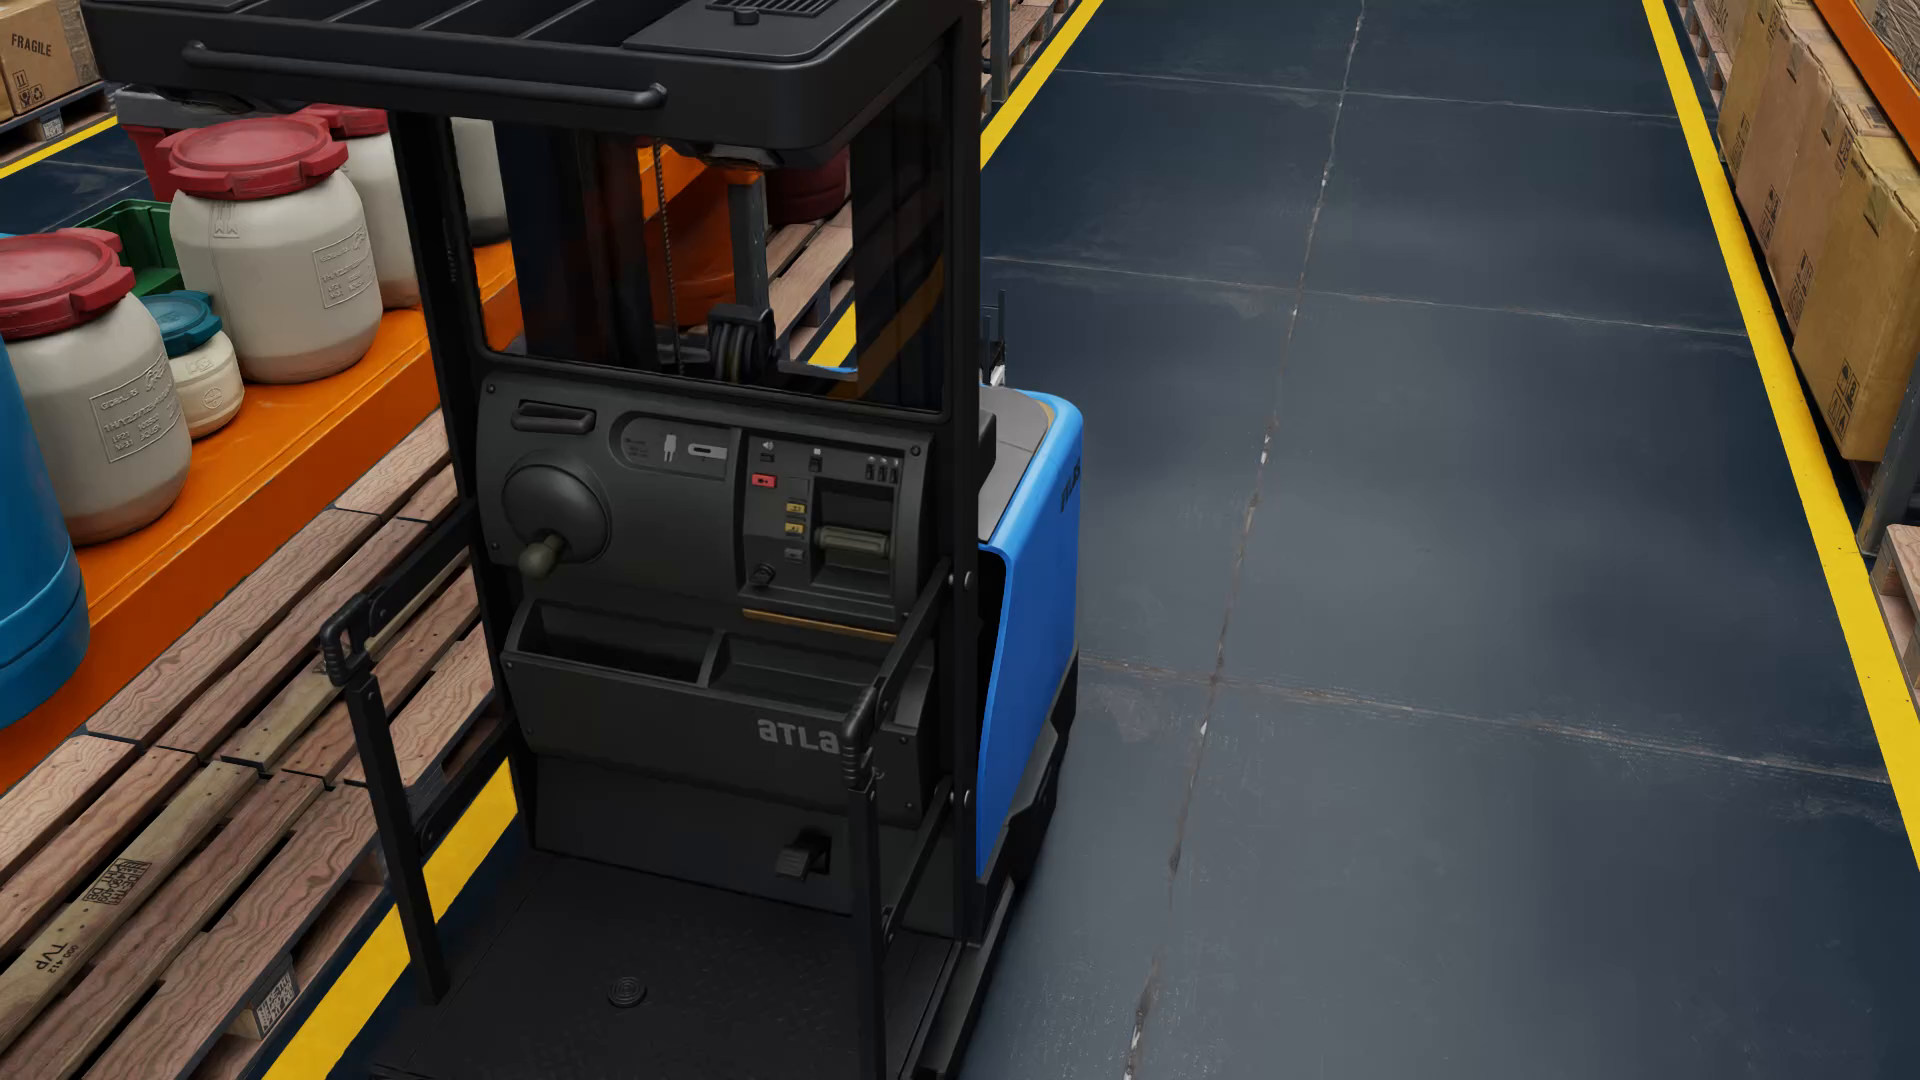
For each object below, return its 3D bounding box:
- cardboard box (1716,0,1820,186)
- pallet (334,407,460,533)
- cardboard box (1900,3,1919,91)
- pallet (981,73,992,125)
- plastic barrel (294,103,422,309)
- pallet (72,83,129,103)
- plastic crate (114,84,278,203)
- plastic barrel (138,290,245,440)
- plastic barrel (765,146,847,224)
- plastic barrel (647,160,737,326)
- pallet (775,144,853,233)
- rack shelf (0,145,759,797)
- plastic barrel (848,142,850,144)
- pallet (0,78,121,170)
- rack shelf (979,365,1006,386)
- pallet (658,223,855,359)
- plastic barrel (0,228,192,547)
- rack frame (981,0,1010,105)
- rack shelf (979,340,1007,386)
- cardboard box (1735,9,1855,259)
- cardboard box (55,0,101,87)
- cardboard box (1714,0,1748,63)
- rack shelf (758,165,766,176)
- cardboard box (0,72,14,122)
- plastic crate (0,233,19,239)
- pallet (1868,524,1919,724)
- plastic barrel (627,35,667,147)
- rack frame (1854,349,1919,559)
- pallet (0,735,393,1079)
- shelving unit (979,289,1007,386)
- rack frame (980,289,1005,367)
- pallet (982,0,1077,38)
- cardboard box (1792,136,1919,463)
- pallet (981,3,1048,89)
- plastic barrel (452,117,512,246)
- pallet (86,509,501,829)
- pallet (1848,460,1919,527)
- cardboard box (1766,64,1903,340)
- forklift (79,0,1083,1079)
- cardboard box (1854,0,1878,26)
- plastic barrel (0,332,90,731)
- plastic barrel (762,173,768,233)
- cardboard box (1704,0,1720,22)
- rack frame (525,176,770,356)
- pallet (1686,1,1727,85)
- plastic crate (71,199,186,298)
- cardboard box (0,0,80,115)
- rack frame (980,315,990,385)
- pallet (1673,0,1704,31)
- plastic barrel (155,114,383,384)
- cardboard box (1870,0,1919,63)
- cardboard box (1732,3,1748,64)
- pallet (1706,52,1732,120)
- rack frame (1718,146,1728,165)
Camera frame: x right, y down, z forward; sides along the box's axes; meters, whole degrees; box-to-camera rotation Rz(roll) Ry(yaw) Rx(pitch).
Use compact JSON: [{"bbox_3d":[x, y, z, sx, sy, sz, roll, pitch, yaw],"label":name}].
[{"bbox_3d":[4.437,-2.193,7.992,1.225,0.875,0.875,8,33,13],"label":"cardboard box"},{"bbox_3d":[-1.460,-0.272,5.981,1.003,0.211,1.213,8,33,12],"label":"pallet"},{"bbox_3d":[3.583,-1.761,5.631,0.500,0.500,0.500,8,33,12],"label":"cardboard box"},{"bbox_3d":[-0.447,-2.350,9.249,1.003,0.211,1.213,8,33,12],"label":"pallet"},{"bbox_3d":[-1.490,-0.899,4.242,0.433,0.535,0.433,0,32,0],"label":"plastic barrel"},{"bbox_3d":[-5.171,-2.993,10.262,1.003,0.211,1.213,8,33,12],"label":"pallet"},{"bbox_3d":[-1.932,-1.076,4.586,0.402,0.464,0.583,8,33,12],"label":"plastic crate"},{"bbox_3d":[-1.756,-0.377,3.677,0.301,0.262,0.301,0,32,0],"label":"plastic barrel"},{"bbox_3d":[-0.831,-1.847,7.716,0.600,0.588,0.708,8,33,12],"label":"plastic barrel"},{"bbox_3d":[-1.118,-1.363,6.730,0.600,0.830,0.708,8,33,12],"label":"plastic barrel"},{"bbox_3d":[-0.754,-1.715,8.250,1.003,0.211,1.213,8,33,12],"label":"pallet"},{"bbox_3d":[-1.733,-0.504,4.418,1.077,0.370,4.000,8,33,12],"label":"rack shelf"},{"bbox_3d":[-0.545,-2.565,8.554,0.600,0.901,0.708,8,33,12],"label":"plastic barrel"},{"bbox_3d":[-5.478,-2.358,9.263,1.003,0.211,1.213,8,33,12],"label":"pallet"},{"bbox_3d":[0.002,-0.508,5.437,0.258,0.077,0.200,8,33,12],"label":"rack shelf"},{"bbox_3d":[-1.066,-1.084,7.258,1.003,0.211,1.213,8,33,12],"label":"pallet"},{"bbox_3d":[-1.786,-0.294,3.290,0.433,0.535,0.433,0,32,0],"label":"plastic barrel"},{"bbox_3d":[-0.211,-3.921,9.122,1.000,3.000,0.127,8,33,12],"label":"rack frame"},{"bbox_3d":[0.002,-0.584,5.388,0.258,0.077,0.200,8,33,12],"label":"rack shelf"},{"bbox_3d":[4.211,-1.729,7.263,1.225,0.875,0.875,7,33,11],"label":"cardboard box"},{"bbox_3d":[-5.110,-2.918,9.464,0.500,0.500,0.500,8,33,13],"label":"cardboard box"},{"bbox_3d":[5.054,-3.326,9.775,0.875,0.875,0.875,8,33,12],"label":"cardboard box"},{"bbox_3d":[-0.718,-2.580,7.683,1.077,0.370,4.000,8,33,12],"label":"rack shelf"},{"bbox_3d":[-5.364,-2.382,8.621,0.500,0.500,0.500,8,33,12],"label":"cardboard box"},{"bbox_3d":[-2.262,-0.378,3.563,0.392,0.384,0.575,8,33,12],"label":"plastic crate"},{"bbox_3d":[3.365,0.411,4.907,1.003,0.211,1.213,8,33,12],"label":"pallet"},{"bbox_3d":[-1.050,-1.621,5.377,0.600,0.536,0.708,8,33,12],"label":"plastic barrel"},{"bbox_3d":[3.565,-1.171,4.796,1.000,3.000,0.127,8,33,12],"label":"rack frame"},{"bbox_3d":[-2.079,0.994,3.989,1.003,0.211,1.213,8,33,12],"label":"pallet"},{"bbox_3d":[0.002,-0.384,5.515,0.258,0.900,0.210,8,33,12],"label":"shelving unit"},{"bbox_3d":[0.028,-0.437,5.598,0.240,0.900,0.006,8,33,12],"label":"rack frame"},{"bbox_3d":[0.246,-3.766,11.478,1.003,0.211,1.213,8,33,12],"label":"pallet"},{"bbox_3d":[3.760,-0.807,5.813,1.225,0.875,0.875,7,33,10],"label":"cardboard box"},{"bbox_3d":[-0.062,-3.131,10.479,1.003,0.211,1.213,8,33,12],"label":"pallet"},{"bbox_3d":[-1.387,-1.111,4.598,0.421,0.512,0.421,0,32,0],"label":"plastic barrel"},{"bbox_3d":[-1.771,0.359,4.988,1.003,0.211,1.213,8,33,12],"label":"pallet"},{"bbox_3d":[3.838,-0.393,6.172,1.003,0.211,1.213,8,33,12],"label":"pallet"},{"bbox_3d":[3.994,-1.269,6.539,1.225,0.875,0.875,8,33,13],"label":"cardboard box"},{"bbox_3d":[-0.570,-0.021,3.051,1.130,2.935,3.031,9,34,14],"label":"forklift"},{"bbox_3d":[3.842,-2.295,6.471,0.500,0.500,0.500,9,33,13],"label":"cardboard box"},{"bbox_3d":[-1.850,-0.141,2.708,0.600,0.901,0.708,8,33,12],"label":"plastic barrel"},{"bbox_3d":[-1.061,-1.534,7.295,0.421,0.512,0.421,0,32,0],"label":"plastic barrel"},{"bbox_3d":[5.279,-3.788,10.502,0.875,0.875,0.875,8,33,12],"label":"cardboard box"},{"bbox_3d":[-1.226,-1.846,5.857,1.000,3.000,0.127,8,33,12],"label":"rack frame"},{"bbox_3d":[5.156,-3.089,10.413,1.003,0.211,1.213,8,33,12],"label":"pallet"},{"bbox_3d":[-2.072,-0.623,4.131,0.450,0.188,0.662,8,33,12],"label":"plastic crate"},{"bbox_3d":[-5.237,-2.654,9.048,0.500,0.500,0.500,7,33,11],"label":"cardboard box"},{"bbox_3d":[-0.024,-0.331,5.432,0.240,0.900,0.006,8,33,12],"label":"rack frame"},{"bbox_3d":[5.468,-3.720,11.405,1.003,0.211,1.213,8,33,12],"label":"pallet"},{"bbox_3d":[-1.600,-0.674,3.888,0.433,0.535,0.433,0,32,0],"label":"plastic barrel"},{"bbox_3d":[3.712,-2.031,6.056,0.500,0.500,0.500,7,33,11],"label":"cardboard box"},{"bbox_3d":[4.825,-2.859,9.040,0.875,0.875,0.875,8,33,12],"label":"cardboard box"},{"bbox_3d":[4.849,-2.454,9.414,1.003,0.211,1.213,8,33,12],"label":"pallet"},{"bbox_3d":[4.580,-3.247,8.061,1.000,3.000,0.127,8,33,12],"label":"rack frame"}]
